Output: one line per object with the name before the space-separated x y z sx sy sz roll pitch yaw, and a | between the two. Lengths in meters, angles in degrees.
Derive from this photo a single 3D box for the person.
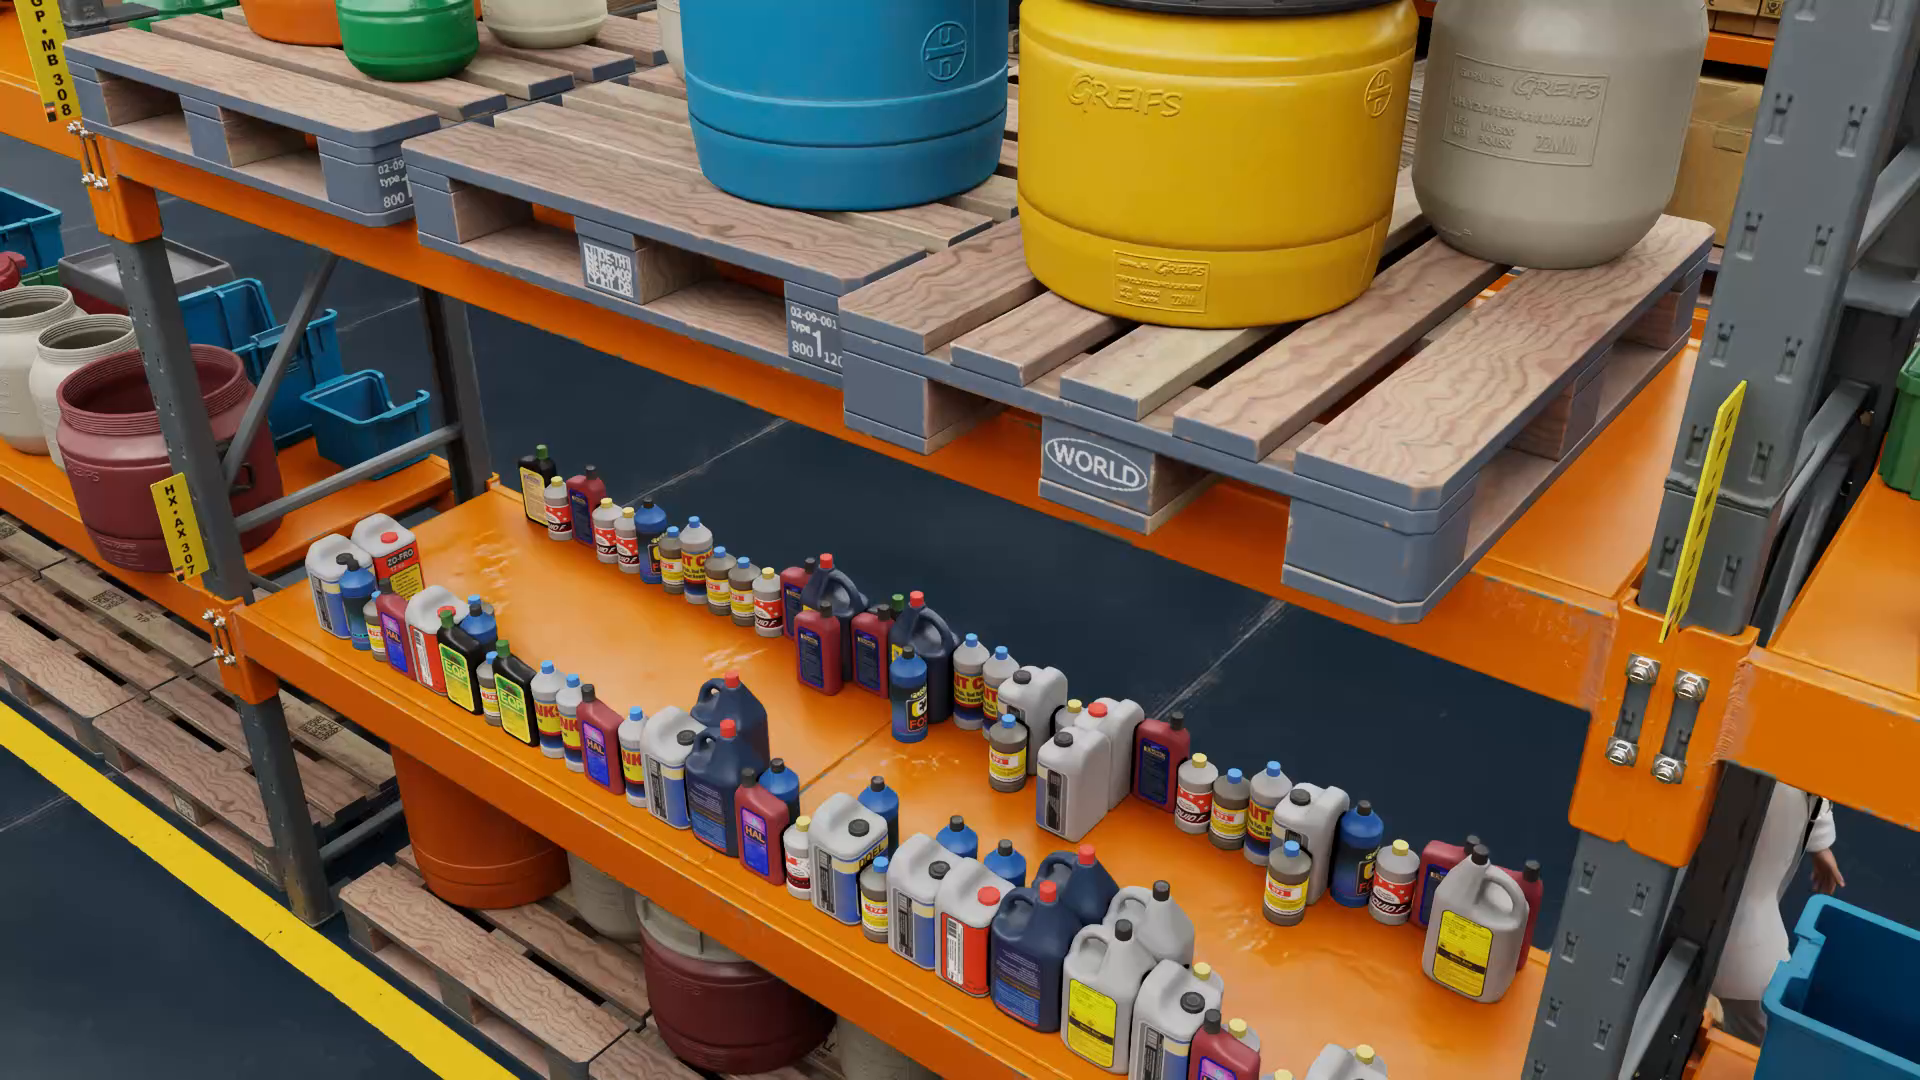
person | 2.158 0.933 4.558 1.092 1.725 0.640 25 39 36
